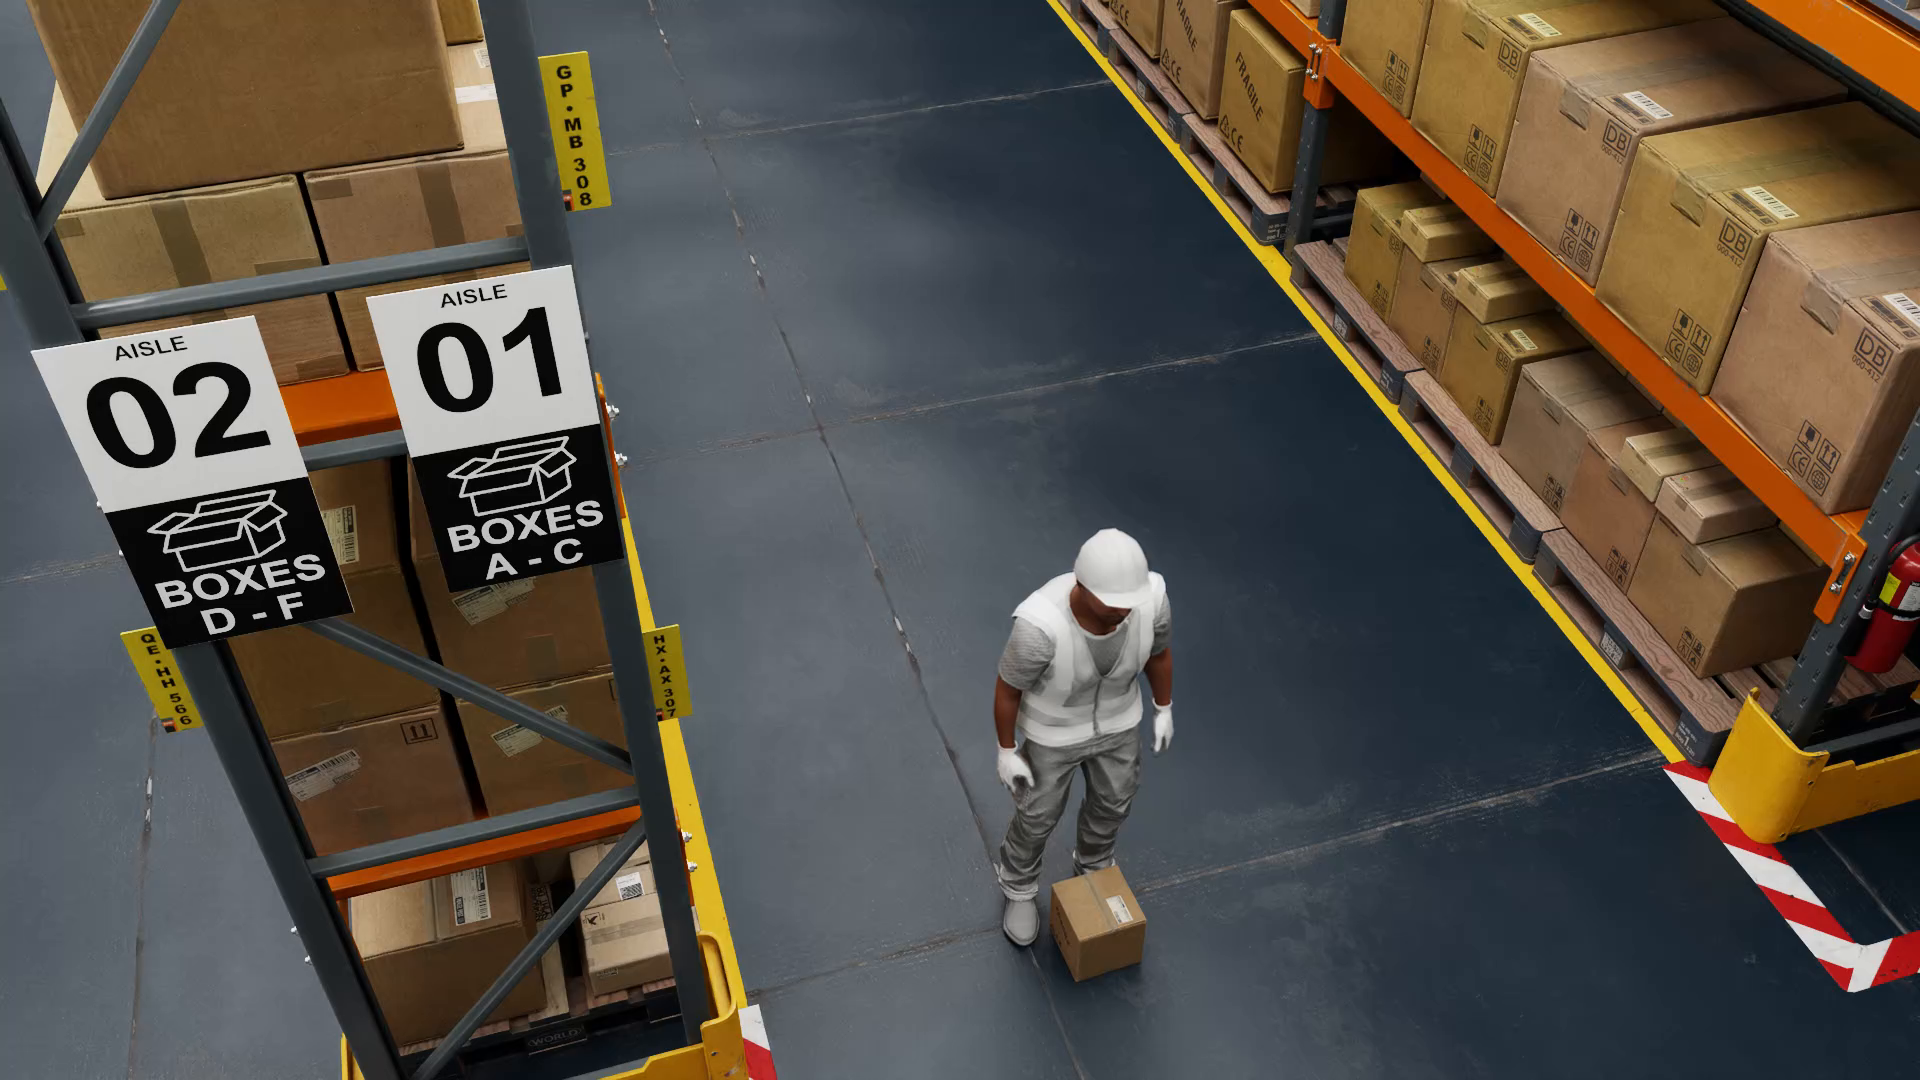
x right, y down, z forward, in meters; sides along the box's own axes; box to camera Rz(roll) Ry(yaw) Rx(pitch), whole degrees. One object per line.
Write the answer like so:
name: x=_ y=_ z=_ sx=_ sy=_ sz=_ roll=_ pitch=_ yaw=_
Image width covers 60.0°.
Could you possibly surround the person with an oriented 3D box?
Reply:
person: x=0.407 y=0.624 z=5.454 sx=0.633 sy=1.775 sz=0.447 roll=-13 pitch=44 yaw=-14
